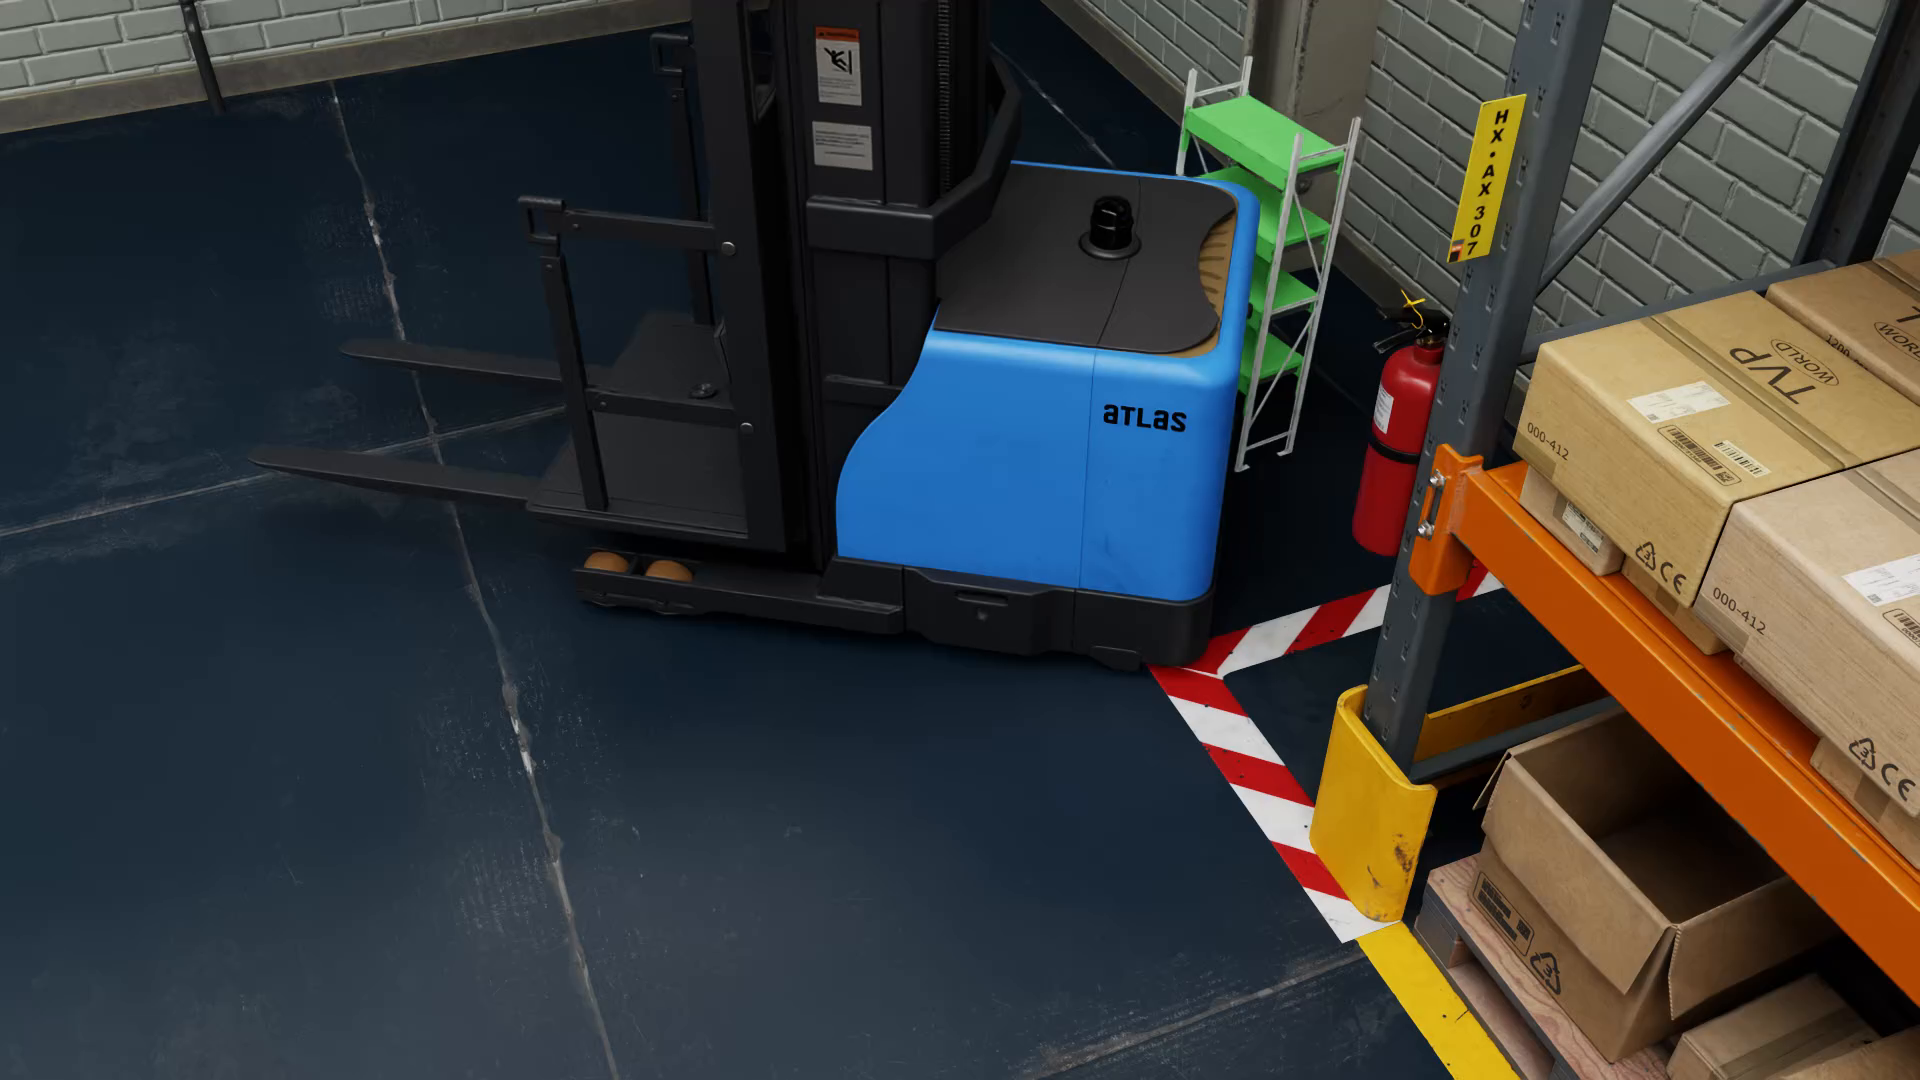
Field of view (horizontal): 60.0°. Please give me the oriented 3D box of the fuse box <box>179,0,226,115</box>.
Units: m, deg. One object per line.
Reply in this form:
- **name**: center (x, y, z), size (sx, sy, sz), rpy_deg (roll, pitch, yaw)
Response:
- **fuse box**: center (-3.299, -2.564, 6.919), size (0.539, 1.711, 0.414), rpy_deg (-15, 43, -17)

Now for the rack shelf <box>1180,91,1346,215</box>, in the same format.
- **rack shelf**: center (0.924, -1.184, 5.059), size (0.258, 0.148, 0.480), rpy_deg (-20, 45, -26)

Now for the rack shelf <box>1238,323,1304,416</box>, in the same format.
- **rack shelf**: center (0.894, -0.626, 5.514), size (0.258, 0.148, 0.480), rpy_deg (-20, 45, -26)

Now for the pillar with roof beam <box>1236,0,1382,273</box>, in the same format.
- **pillar with roof beam**: center (-2.708, -3.515, 2.436), size (9.100, 9.000, 0.400), rpy_deg (-15, 43, -17)

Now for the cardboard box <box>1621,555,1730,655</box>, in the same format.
- **cardboard box**: center (1.481, 0.038, 3.098), size (0.380, 0.149, 0.250), rpy_deg (-14, 43, -16)

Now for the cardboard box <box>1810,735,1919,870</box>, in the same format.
- **cardboard box**: center (1.653, 0.355, 2.729), size (0.380, 0.149, 0.250), rpy_deg (-14, 43, -16)

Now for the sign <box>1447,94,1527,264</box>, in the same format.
- **sign**: center (0.967, -0.658, 3.051), size (0.100, 0.325, 0.005), rpy_deg (-15, 43, -17)

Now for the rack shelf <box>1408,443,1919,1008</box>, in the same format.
- **rack shelf**: center (2.234, 1.012, 2.324), size (1.077, 0.370, 4.000), rpy_deg (-15, 43, -17)

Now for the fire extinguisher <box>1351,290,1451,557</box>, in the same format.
- **fire extinguisher**: center (0.985, -0.268, 3.607), size (0.296, 0.674, 0.183), rpy_deg (-15, 43, -17)

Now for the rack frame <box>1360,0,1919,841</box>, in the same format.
- **rack frame**: center (1.468, -0.466, 3.491), size (1.000, 3.000, 0.127), rpy_deg (-15, 43, -17)

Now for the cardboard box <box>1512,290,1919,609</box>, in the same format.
- **cardboard box**: center (1.393, -0.181, 3.047), size (0.500, 0.250, 0.500), rpy_deg (-15, 43, -17)

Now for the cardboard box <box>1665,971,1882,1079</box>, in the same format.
- **cardboard box**: center (1.741, 1.114, 3.519), size (0.380, 0.149, 0.250), rpy_deg (-17, 43, -19)

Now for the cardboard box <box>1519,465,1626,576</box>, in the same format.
- **cardboard box**: center (1.341, -0.104, 3.263), size (0.380, 0.149, 0.250), rpy_deg (-15, 43, -17)

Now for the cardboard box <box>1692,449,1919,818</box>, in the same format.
- **cardboard box**: center (1.586, 0.123, 2.694), size (0.500, 0.250, 0.500), rpy_deg (-15, 43, -16)

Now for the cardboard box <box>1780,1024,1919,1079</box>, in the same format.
- **cardboard box**: center (1.906, 1.240, 3.103), size (0.700, 0.500, 0.500), rpy_deg (-13, 42, -15)

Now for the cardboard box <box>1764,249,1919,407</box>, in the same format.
- **cardboard box**: center (1.889, -0.311, 3.198), size (0.500, 0.250, 0.500), rpy_deg (-14, 43, -16)

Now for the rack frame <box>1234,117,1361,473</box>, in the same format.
- **rack frame**: center (1.036, -0.727, 5.165), size (0.240, 1.200, 0.015), rpy_deg (-20, 45, -26)

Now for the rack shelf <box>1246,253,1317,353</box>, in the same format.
- **rack shelf**: center (0.904, -0.812, 5.362), size (0.258, 0.148, 0.480), rpy_deg (-20, 45, -26)

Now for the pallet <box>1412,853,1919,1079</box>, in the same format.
- **pallet**: center (1.803, 1.117, 3.789), size (1.003, 0.211, 1.213), rpy_deg (-15, 43, -17)

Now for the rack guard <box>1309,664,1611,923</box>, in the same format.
- **rack guard**: center (1.497, 0.528, 4.253), size (1.175, 0.500, 0.348), rpy_deg (-15, 43, -17)

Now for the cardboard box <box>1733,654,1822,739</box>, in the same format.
- **cardboard box**: center (1.613, 0.187, 2.924), size (0.380, 0.149, 0.250), rpy_deg (-16, 43, -17)

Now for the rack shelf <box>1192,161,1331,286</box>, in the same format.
- **rack shelf**: center (0.914, -0.998, 5.211), size (0.258, 0.148, 0.480), rpy_deg (-20, 45, -26)

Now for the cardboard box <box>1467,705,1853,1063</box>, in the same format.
- **cardboard box**: center (1.615, 0.714, 3.712), size (0.797, 0.503, 0.637), rpy_deg (-17, 43, -19)

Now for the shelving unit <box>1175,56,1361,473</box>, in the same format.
- **shelving unit**: center (0.907, -0.862, 5.322), size (0.258, 1.200, 0.503), rpy_deg (-20, 45, -26)

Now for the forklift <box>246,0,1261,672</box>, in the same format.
- **forklift**: center (-0.689, -1.215, 4.415), size (3.031, 2.935, 1.130), rpy_deg (8, 41, 9)

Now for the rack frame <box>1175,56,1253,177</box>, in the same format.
- **rack frame**: center (0.777, -0.996, 5.479), size (0.240, 1.200, 0.015), rpy_deg (-20, 45, -26)
